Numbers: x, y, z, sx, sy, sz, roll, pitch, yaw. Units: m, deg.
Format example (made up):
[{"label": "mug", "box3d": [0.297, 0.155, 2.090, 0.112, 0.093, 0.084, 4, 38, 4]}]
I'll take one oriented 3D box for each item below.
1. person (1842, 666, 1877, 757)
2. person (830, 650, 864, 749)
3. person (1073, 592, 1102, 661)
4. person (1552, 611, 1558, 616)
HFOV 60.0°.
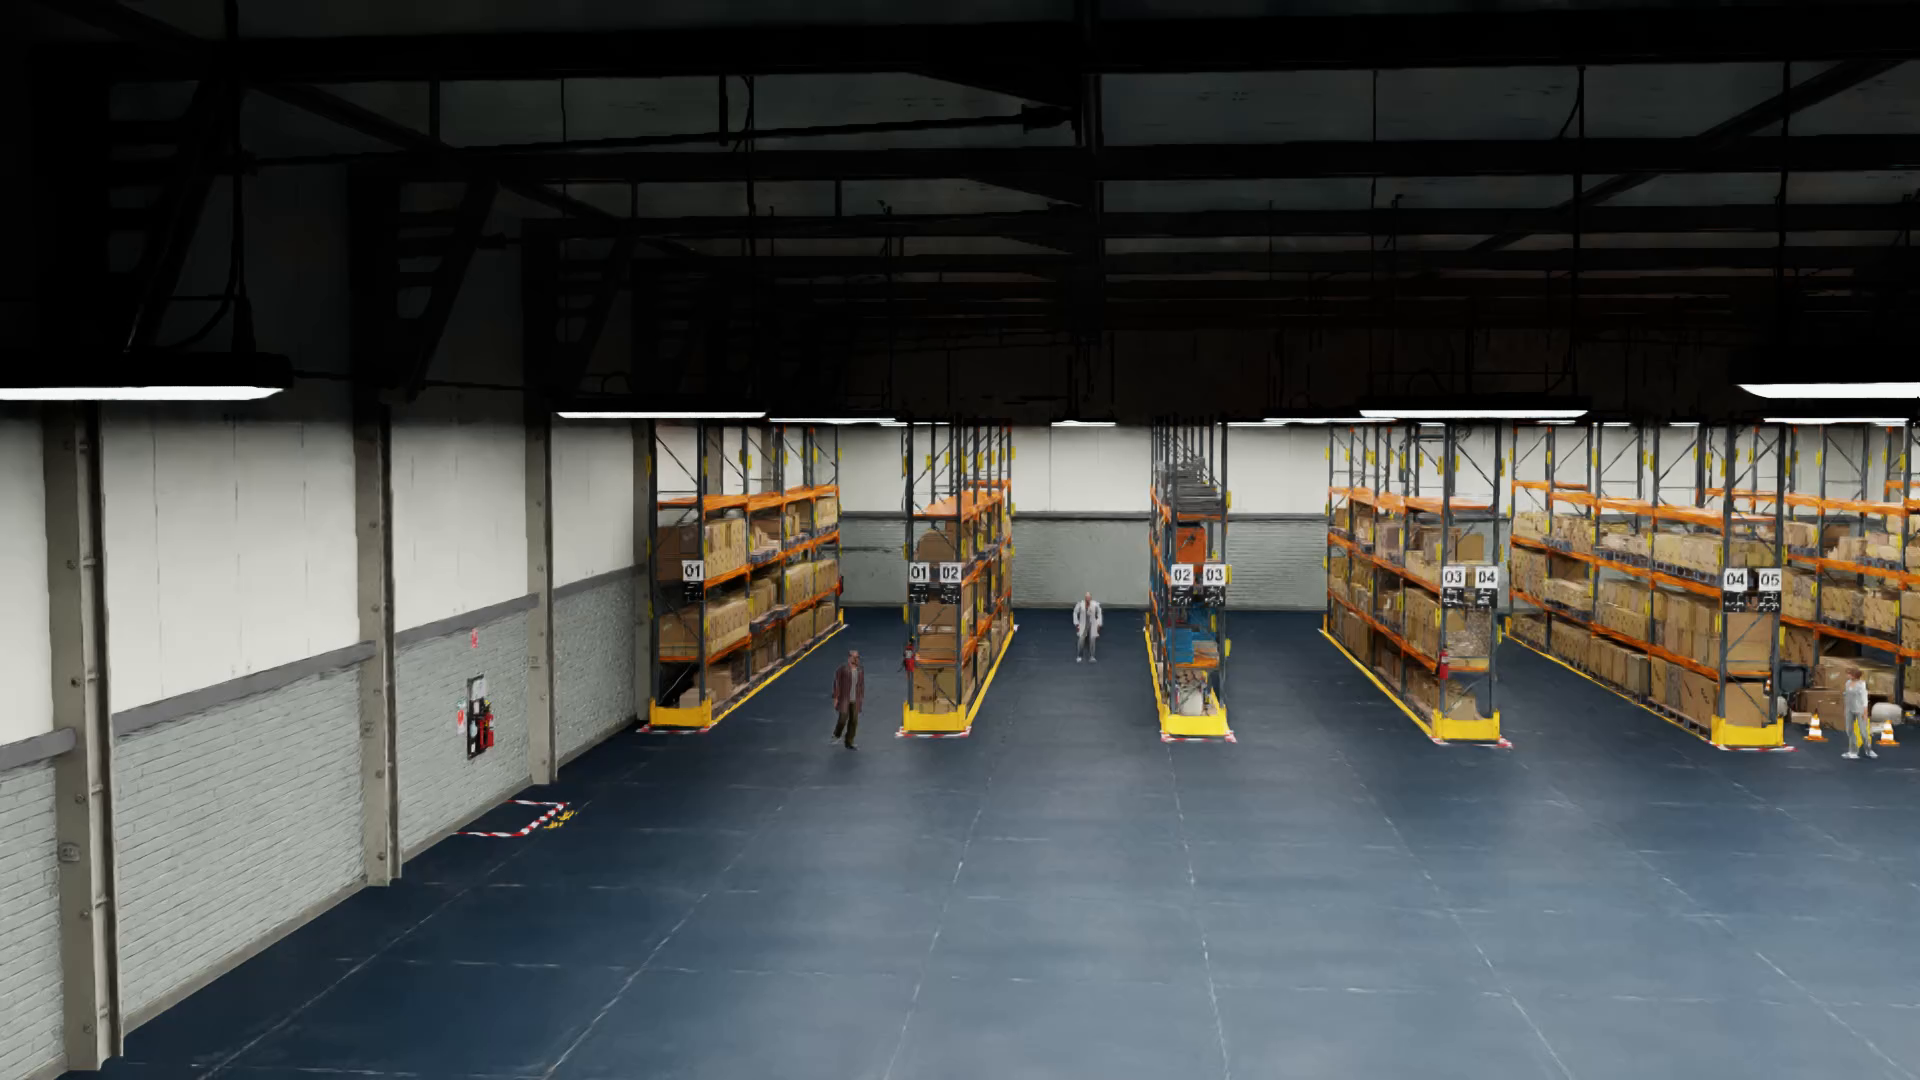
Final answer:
[{"label": "person", "box3d": [15.664, 2.988, 28.960, 0.491, 1.589, 0.516, -2, 4, -23]}, {"label": "person", "box3d": [-2.023, 2.837, 29.768, 0.627, 1.772, 0.576, -2, 4, -30]}, {"label": "person", "box3d": [3.125, 2.119, 40.776, 0.729, 1.732, 0.541, 0, 4, 4]}, {"label": "person", "box3d": [17.059, 1.606, 47.814, 0.487, 1.778, 0.621, -2, 5, -33]}]
